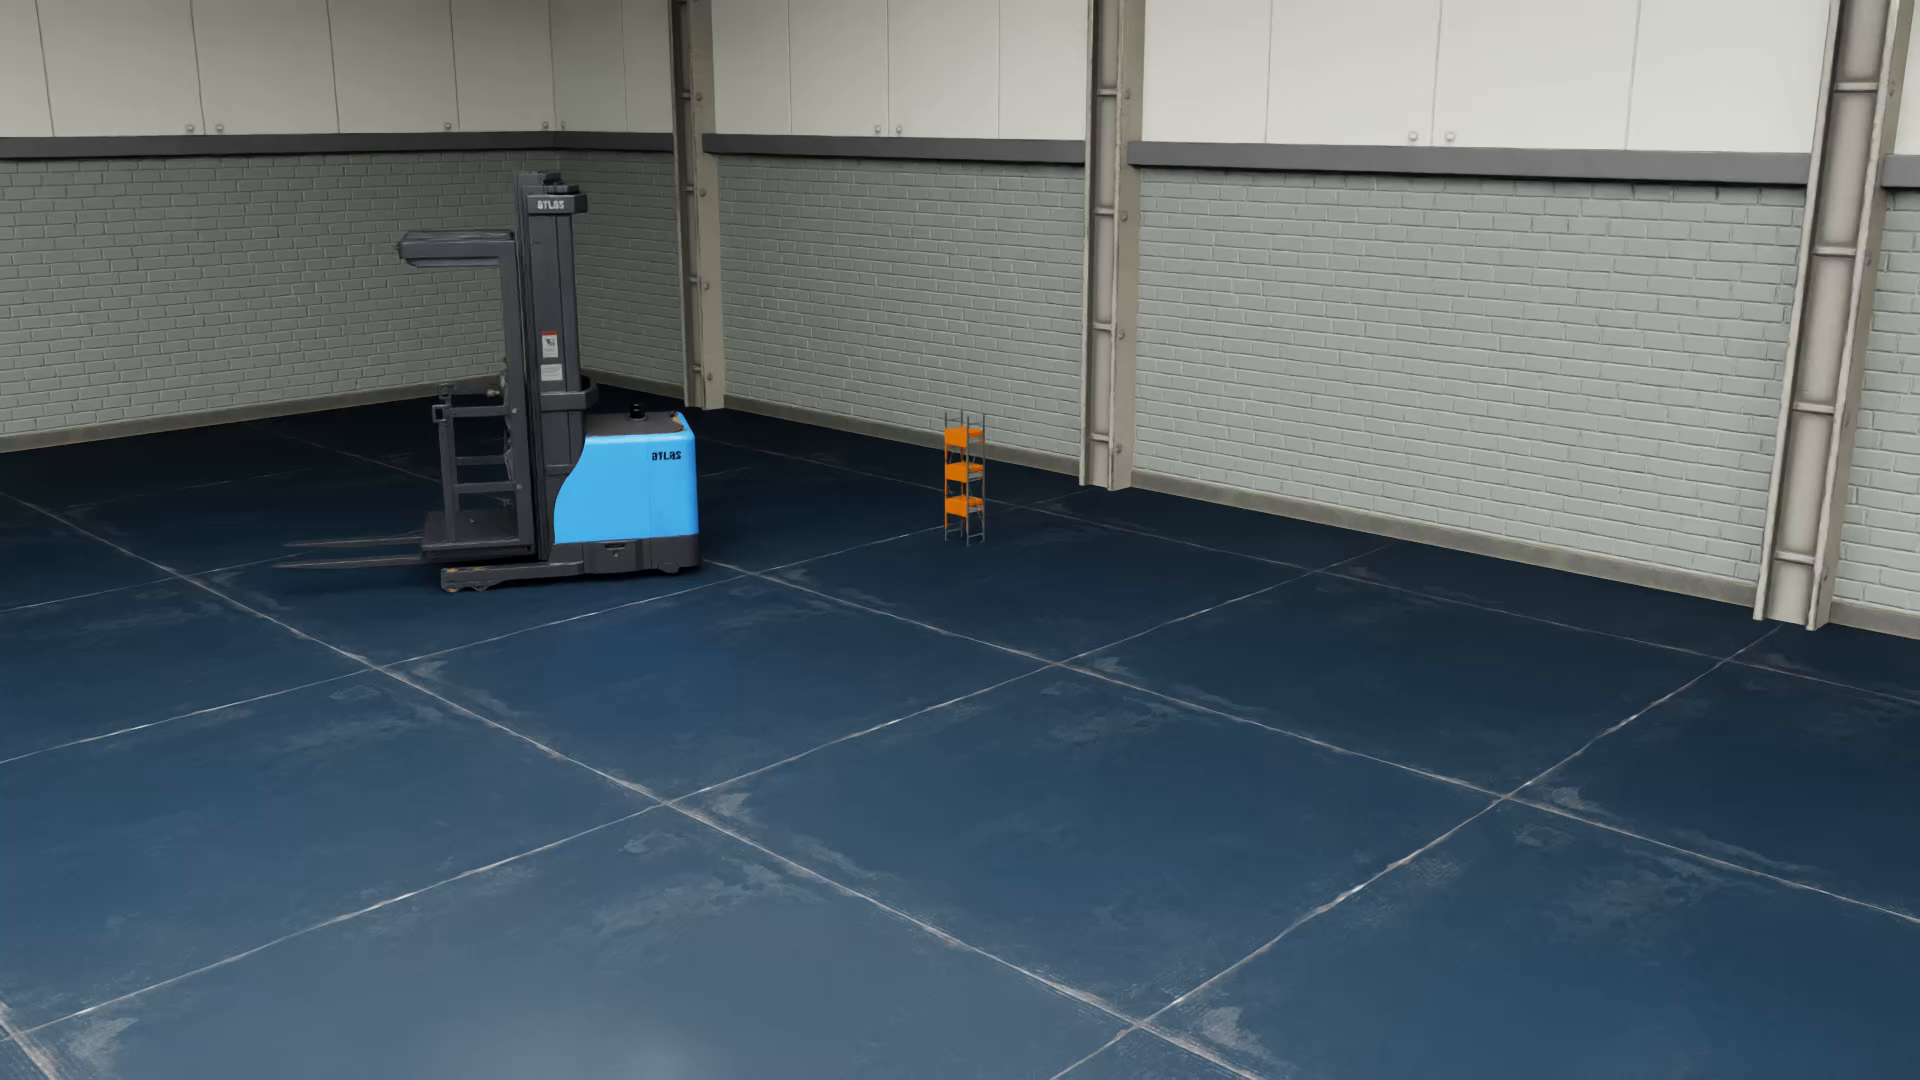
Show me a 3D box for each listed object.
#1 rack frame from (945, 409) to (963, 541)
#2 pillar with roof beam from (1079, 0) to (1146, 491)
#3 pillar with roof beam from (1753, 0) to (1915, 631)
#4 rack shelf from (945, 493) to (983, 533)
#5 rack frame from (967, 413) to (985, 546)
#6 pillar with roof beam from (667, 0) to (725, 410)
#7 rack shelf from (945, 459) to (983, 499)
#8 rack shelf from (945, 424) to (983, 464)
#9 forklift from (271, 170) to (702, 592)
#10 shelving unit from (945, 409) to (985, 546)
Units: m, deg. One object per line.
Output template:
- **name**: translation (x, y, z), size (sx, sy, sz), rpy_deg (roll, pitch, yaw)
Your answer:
- **rack frame**: translation (-0.049, -0.520, 13.346), size (0.008, 1.050, 0.200), rpy_deg (14, 20, 42)
- **pillar with roof beam**: translation (-1.641, -4.078, 11.237), size (0.400, 9.000, 9.100), rpy_deg (14, 20, 42)
- **pillar with roof beam**: translation (2.679, -3.028, 7.207), size (0.400, 9.000, 9.100), rpy_deg (14, 20, 42)
- **rack shelf**: translation (0.039, -0.219, 13.337), size (0.240, 0.259, 0.215), rpy_deg (14, 20, 42)
- **rack frame**: translation (0.126, -0.477, 13.182), size (0.008, 1.050, 0.200), rpy_deg (14, 20, 42)
- **pillar with roof beam**: translation (-5.960, -5.128, 15.267), size (0.400, 9.000, 9.100), rpy_deg (14, 20, 42)
- **rack shelf**: translation (0.039, -0.488, 13.266), size (0.240, 0.259, 0.215), rpy_deg (14, 20, 42)
- **rack shelf**: translation (0.039, -0.763, 13.195), size (0.240, 0.259, 0.215), rpy_deg (14, 20, 42)
- **forklift**: translation (-3.514, -1.188, 12.180), size (3.031, 2.935, 1.130), rpy_deg (-4, 15, -14)
- **shelving unit**: translation (0.039, -0.499, 13.264), size (0.252, 1.050, 0.215), rpy_deg (14, 20, 42)
